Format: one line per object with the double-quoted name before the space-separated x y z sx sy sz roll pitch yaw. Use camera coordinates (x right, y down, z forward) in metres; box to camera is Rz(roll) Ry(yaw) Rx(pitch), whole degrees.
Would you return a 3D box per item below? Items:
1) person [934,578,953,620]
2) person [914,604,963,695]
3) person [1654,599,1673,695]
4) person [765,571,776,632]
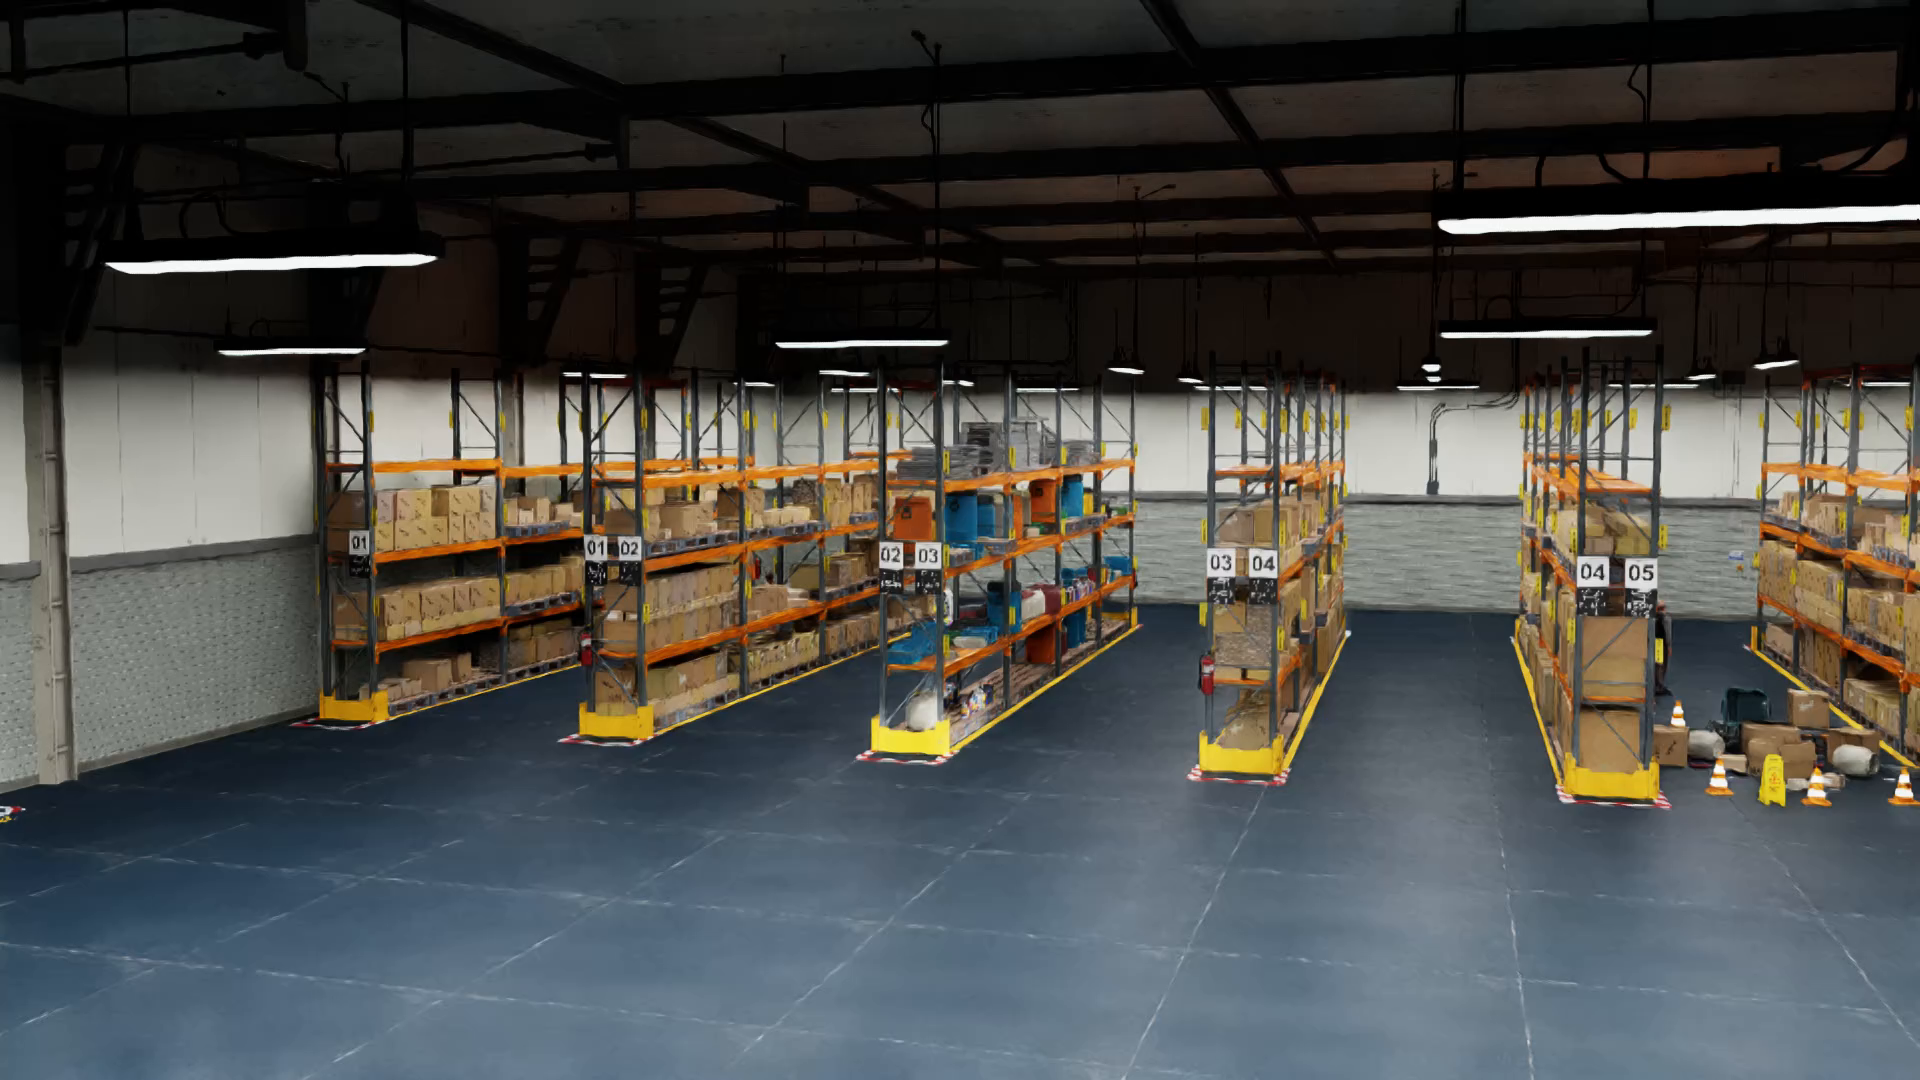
"person" -0.353 1.593 36.252 0.502 1.625 0.997 1 4 15
"person" -0.343 1.983 30.064 0.920 1.705 0.620 -4 6 -42
"person" 12.879 1.946 30.519 0.444 1.725 0.581 -1 4 -16
"person" -4.222 1.517 36.890 0.535 1.668 0.569 -4 5 -41
